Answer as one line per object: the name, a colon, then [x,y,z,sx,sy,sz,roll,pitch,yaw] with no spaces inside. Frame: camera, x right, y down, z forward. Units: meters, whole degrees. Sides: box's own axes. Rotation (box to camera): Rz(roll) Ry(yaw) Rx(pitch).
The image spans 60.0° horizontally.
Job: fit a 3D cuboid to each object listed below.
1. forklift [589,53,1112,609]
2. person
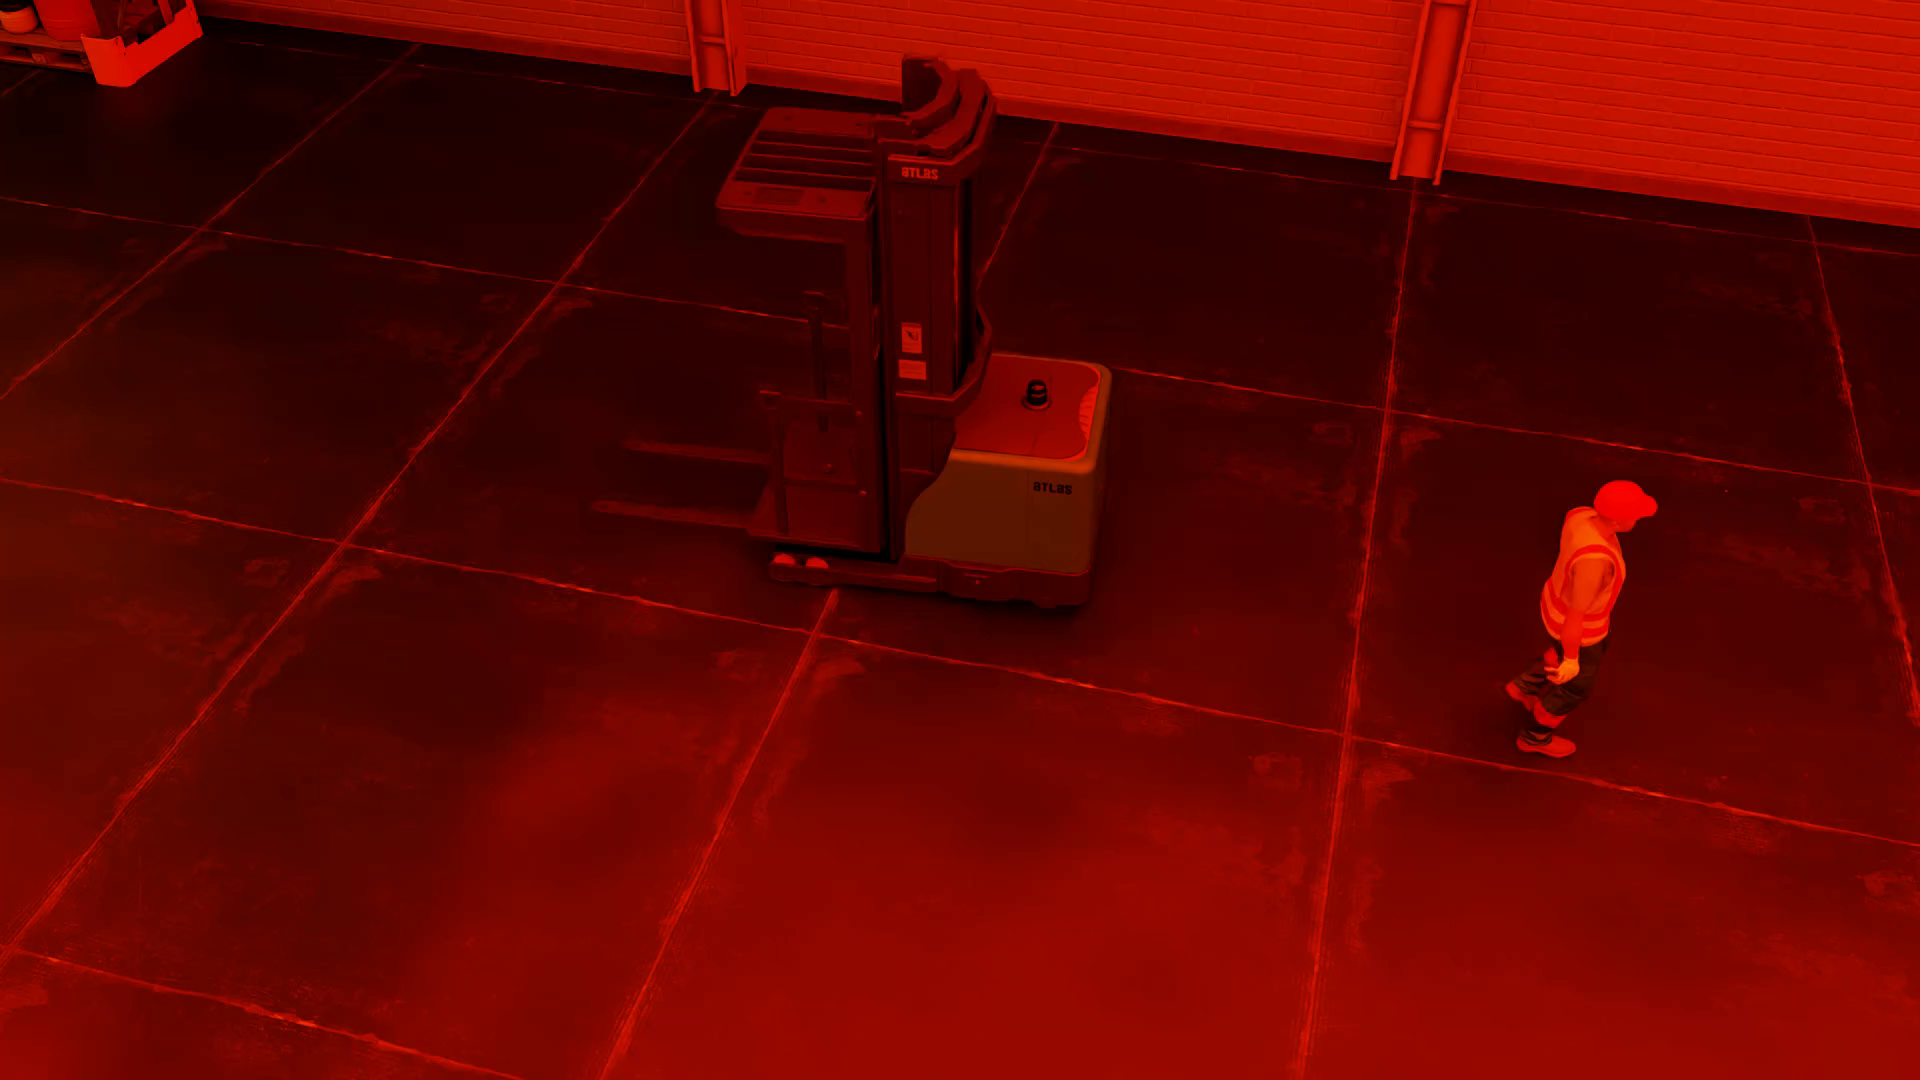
forklift: [-0.674,-1.169,9.195,3.031,2.935,1.130,7,42,7]
person: [3.117,0.393,8.298,0.468,1.767,0.719,5,41,5]
